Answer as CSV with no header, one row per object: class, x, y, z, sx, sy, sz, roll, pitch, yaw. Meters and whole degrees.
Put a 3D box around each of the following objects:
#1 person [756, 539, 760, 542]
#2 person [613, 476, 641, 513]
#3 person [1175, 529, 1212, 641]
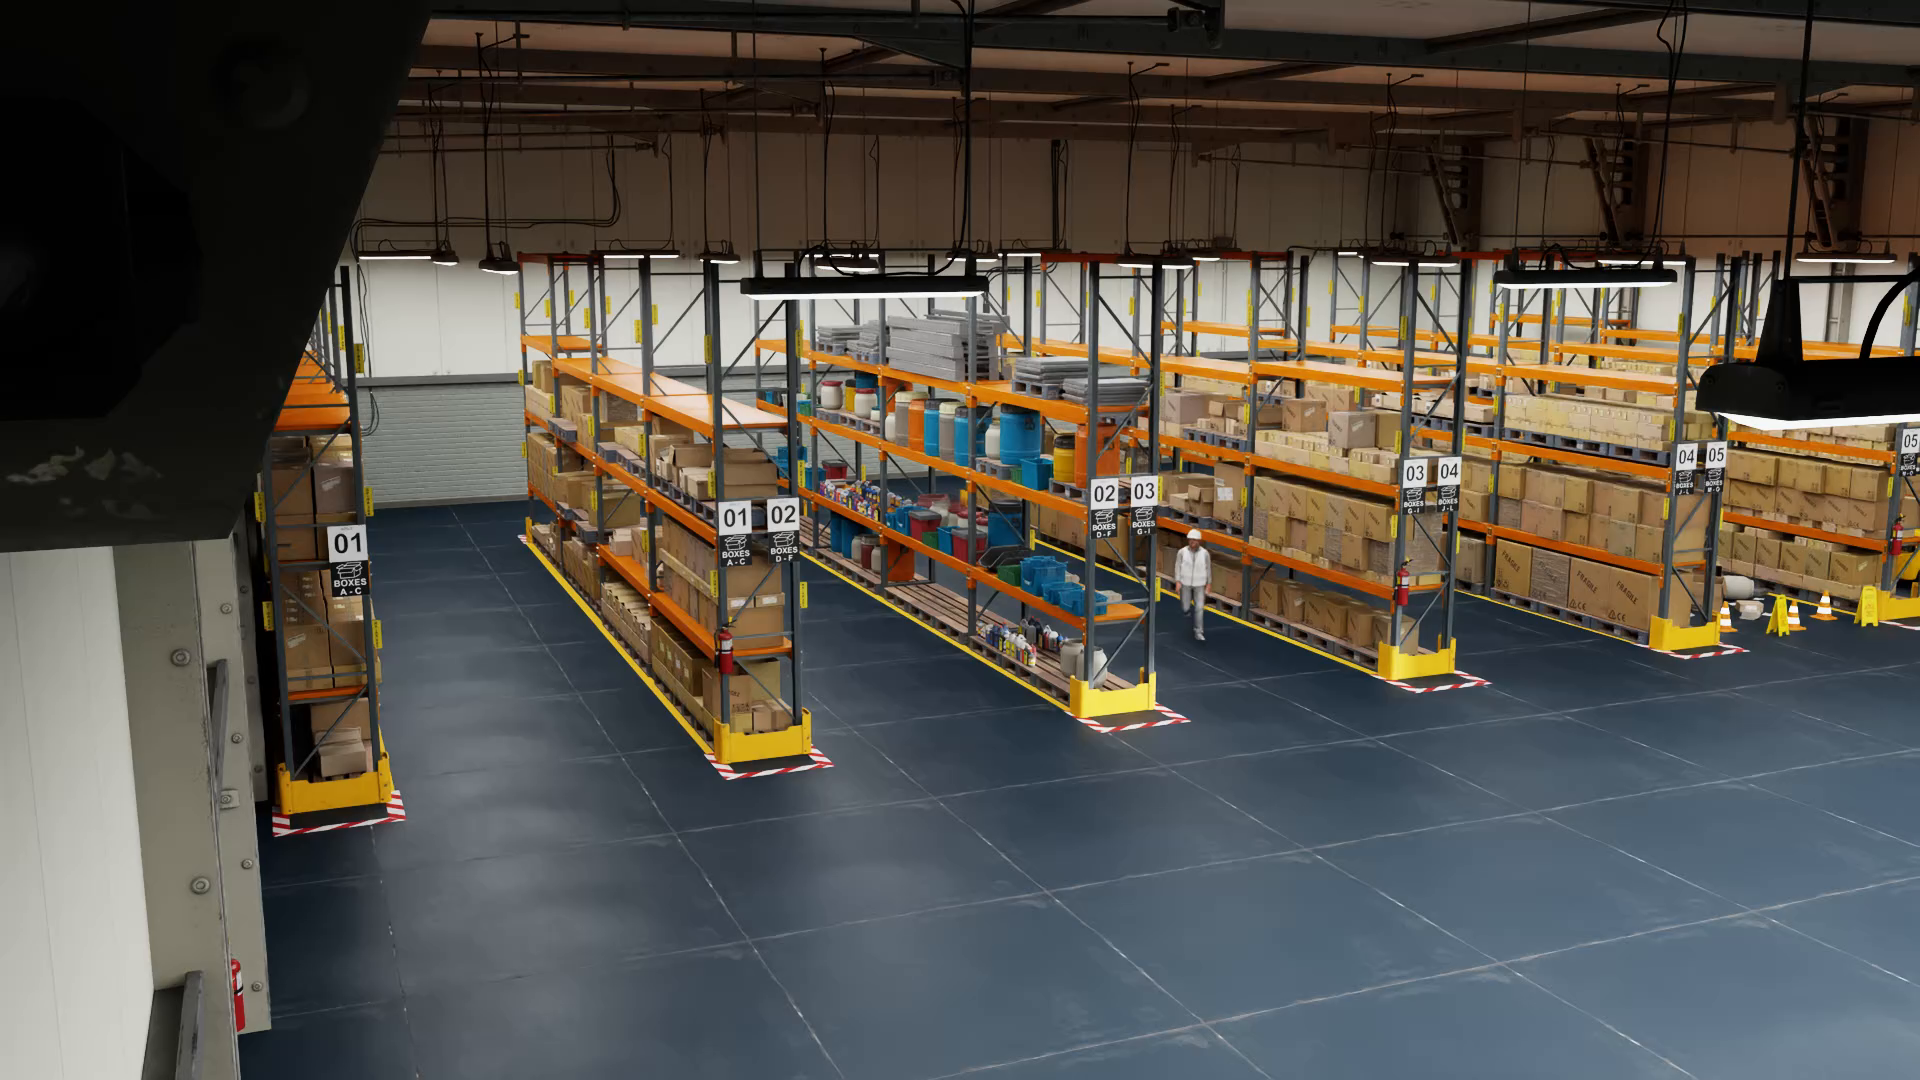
person,-3.710,0.039,28.903,0.518,1.660,1.002,-6,12,-32
person,-7.094,-0.984,35.519,0.676,1.782,0.476,1,10,4
person,3.680,0.696,26.332,0.578,1.712,0.980,2,11,11
